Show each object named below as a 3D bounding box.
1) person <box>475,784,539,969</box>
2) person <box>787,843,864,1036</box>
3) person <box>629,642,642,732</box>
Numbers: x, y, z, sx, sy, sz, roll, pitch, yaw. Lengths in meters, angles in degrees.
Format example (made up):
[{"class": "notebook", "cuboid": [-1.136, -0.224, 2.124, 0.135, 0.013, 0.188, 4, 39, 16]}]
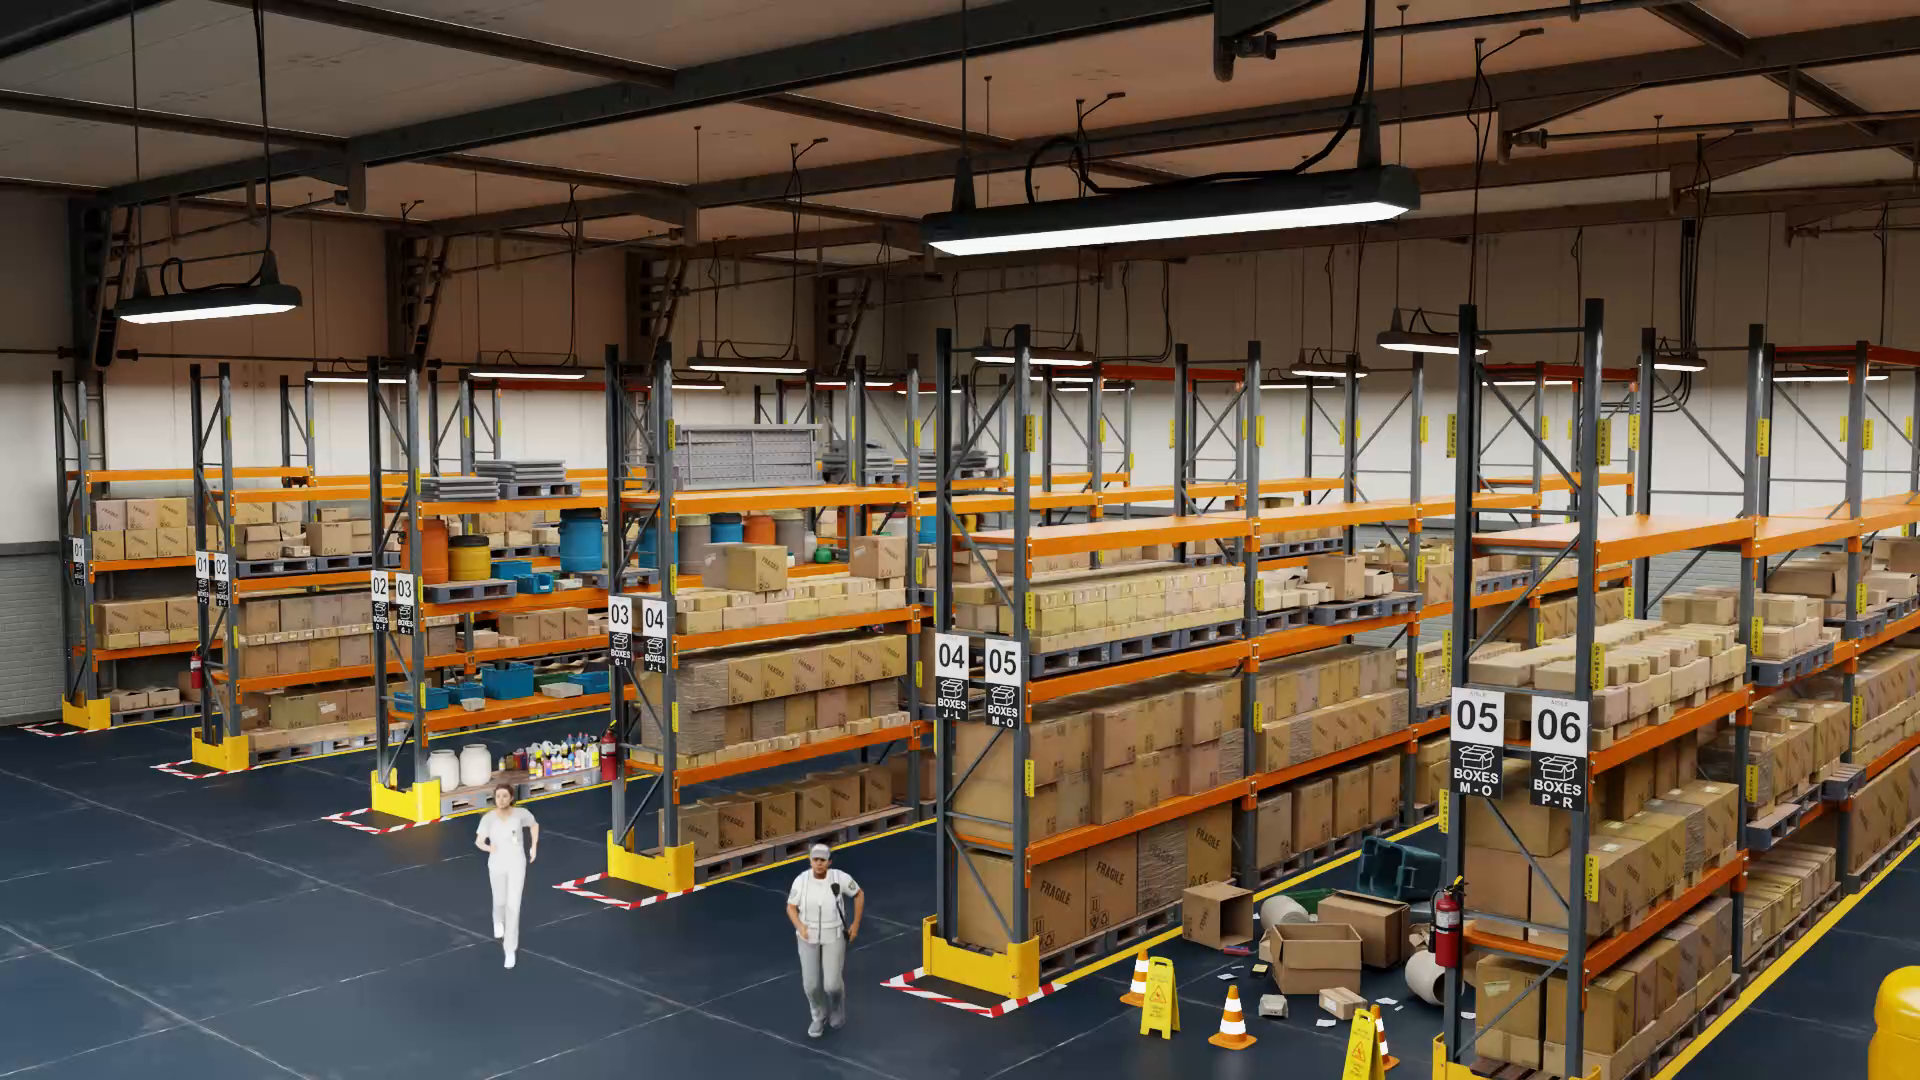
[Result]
[{"class": "person", "cuboid": [-4.367, 3.173, 16.067, 0.577, 1.683, 0.968, -1, 4, -9]}, {"class": "person", "cuboid": [-1.136, 3.354, 13.899, 0.638, 1.625, 0.564, 0, 4, 1]}, {"class": "person", "cuboid": [-5.308, 2.405, 27.042, 0.543, 1.578, 0.882, 3, 5, 34]}]
